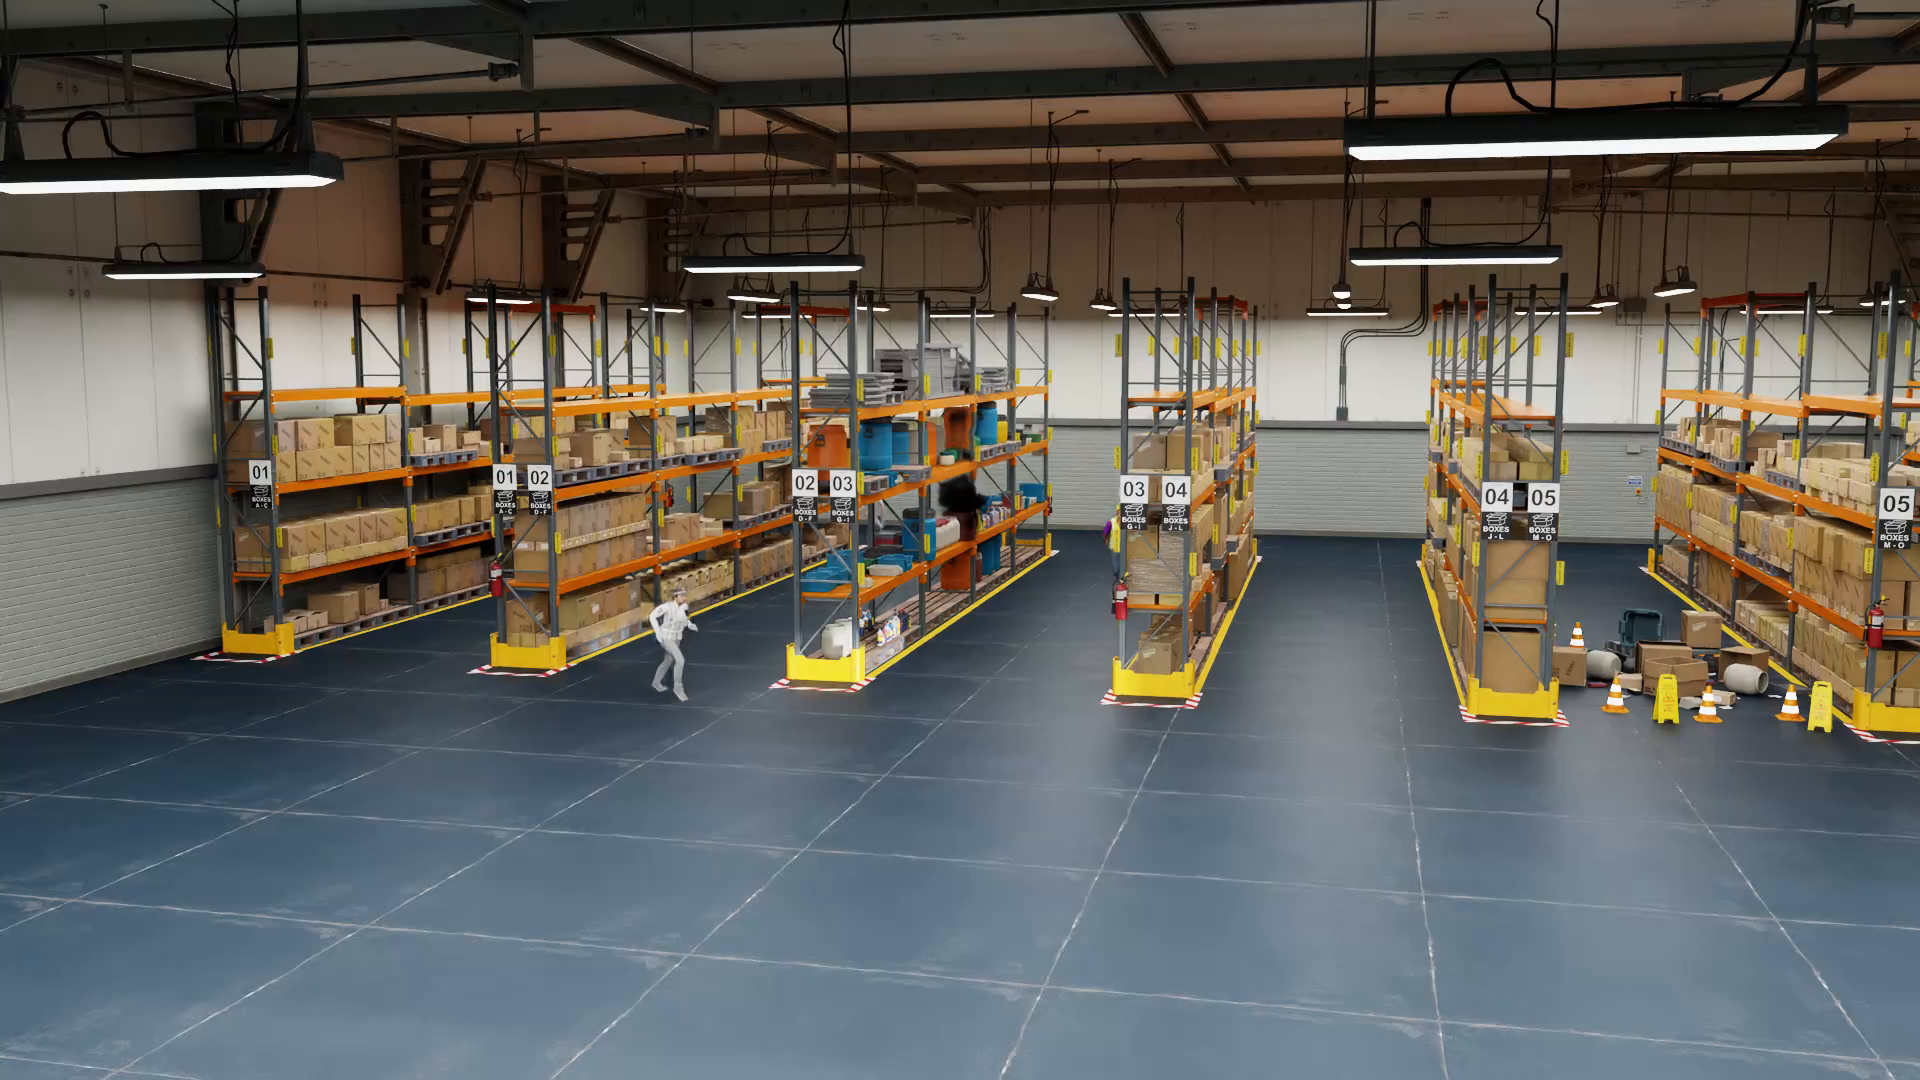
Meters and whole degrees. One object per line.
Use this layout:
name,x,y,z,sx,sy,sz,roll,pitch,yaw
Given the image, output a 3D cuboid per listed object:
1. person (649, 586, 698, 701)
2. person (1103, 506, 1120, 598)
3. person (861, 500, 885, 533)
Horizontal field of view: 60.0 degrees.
person,-4.177,1.463,23.915,0.870,1.675,0.632,5,8,35
person,3.094,0.201,31.938,0.709,1.784,0.824,1,7,10
person,-2.203,-0.630,42.594,0.656,1.521,0.722,-3,7,-27
